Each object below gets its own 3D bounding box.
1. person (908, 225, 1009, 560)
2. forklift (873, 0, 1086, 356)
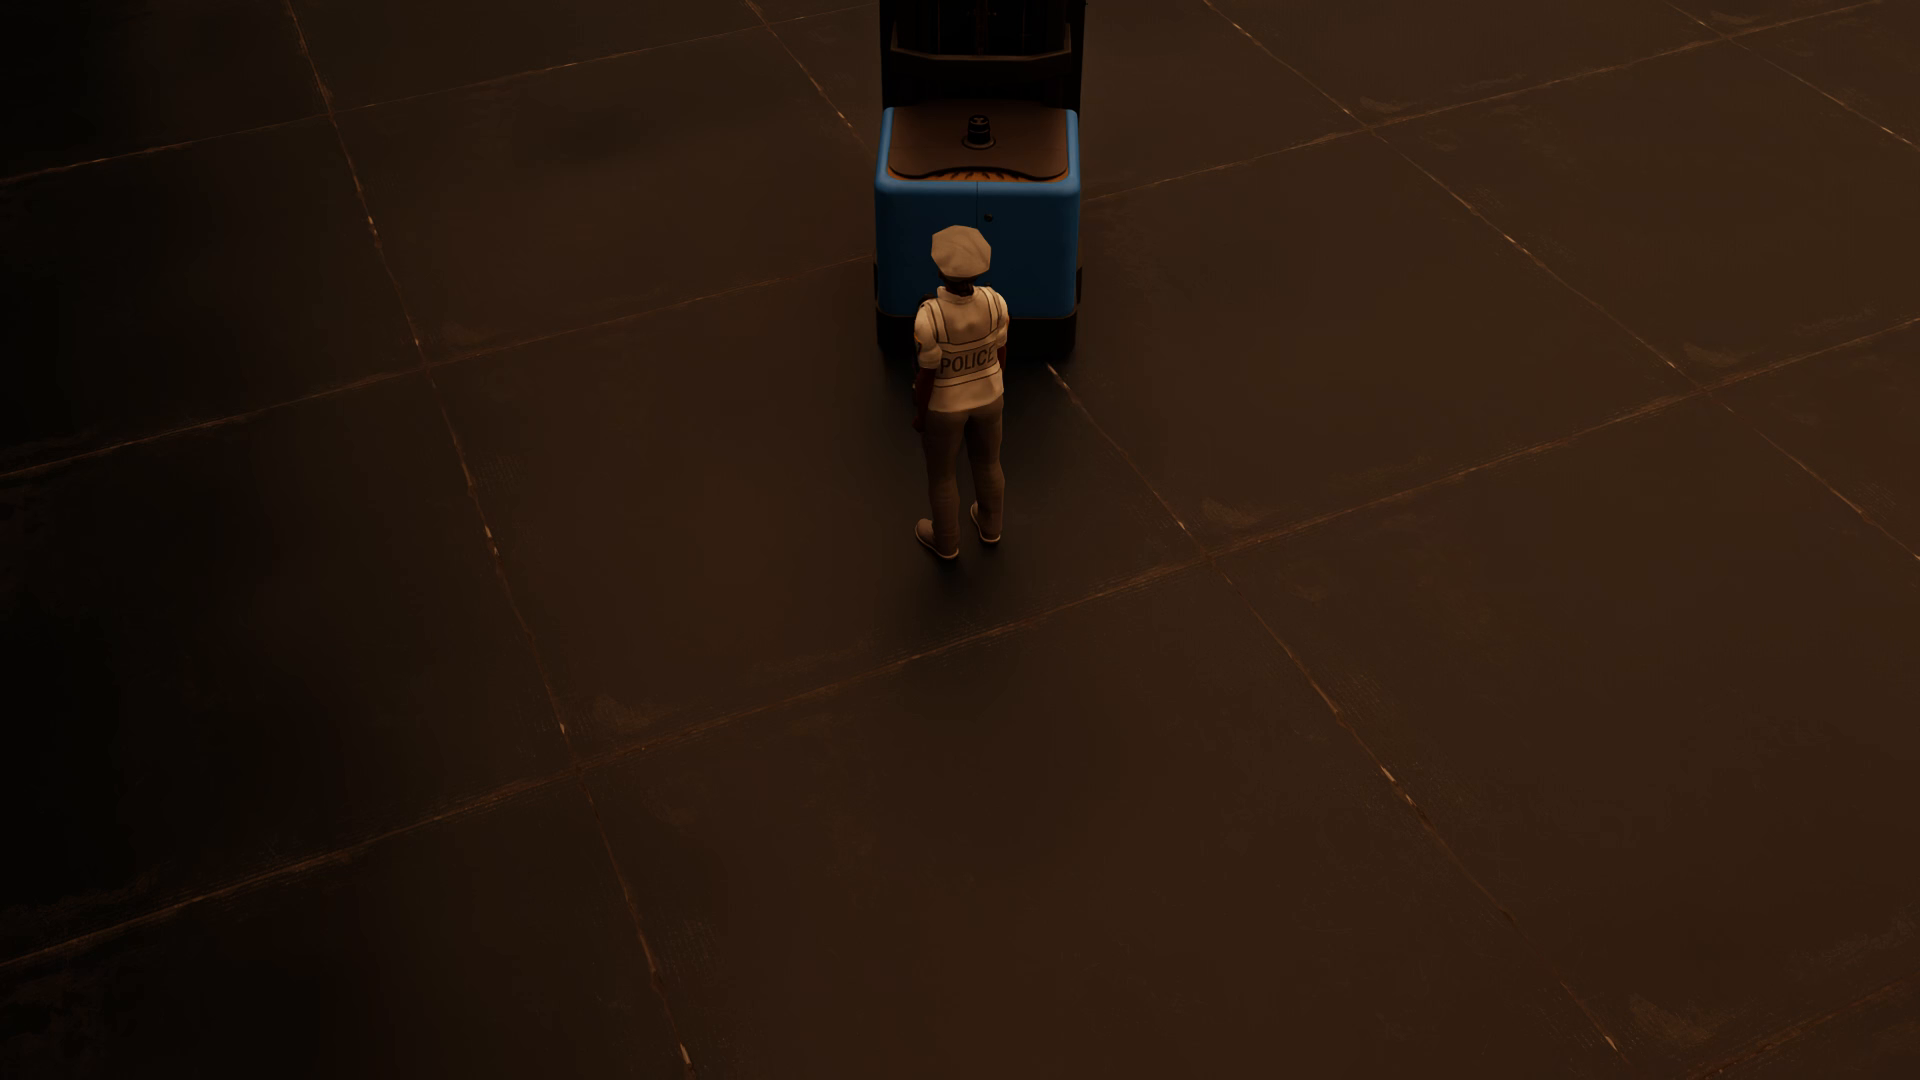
[{"bbox_3d":[0.000,-0.624,7.260,0.451,1.694,0.348,-18,46,-18],"label":"person"},{"bbox_3d":[0.124,-3.027,8.924,1.130,2.935,3.031,1,43,1],"label":"forklift"}]
